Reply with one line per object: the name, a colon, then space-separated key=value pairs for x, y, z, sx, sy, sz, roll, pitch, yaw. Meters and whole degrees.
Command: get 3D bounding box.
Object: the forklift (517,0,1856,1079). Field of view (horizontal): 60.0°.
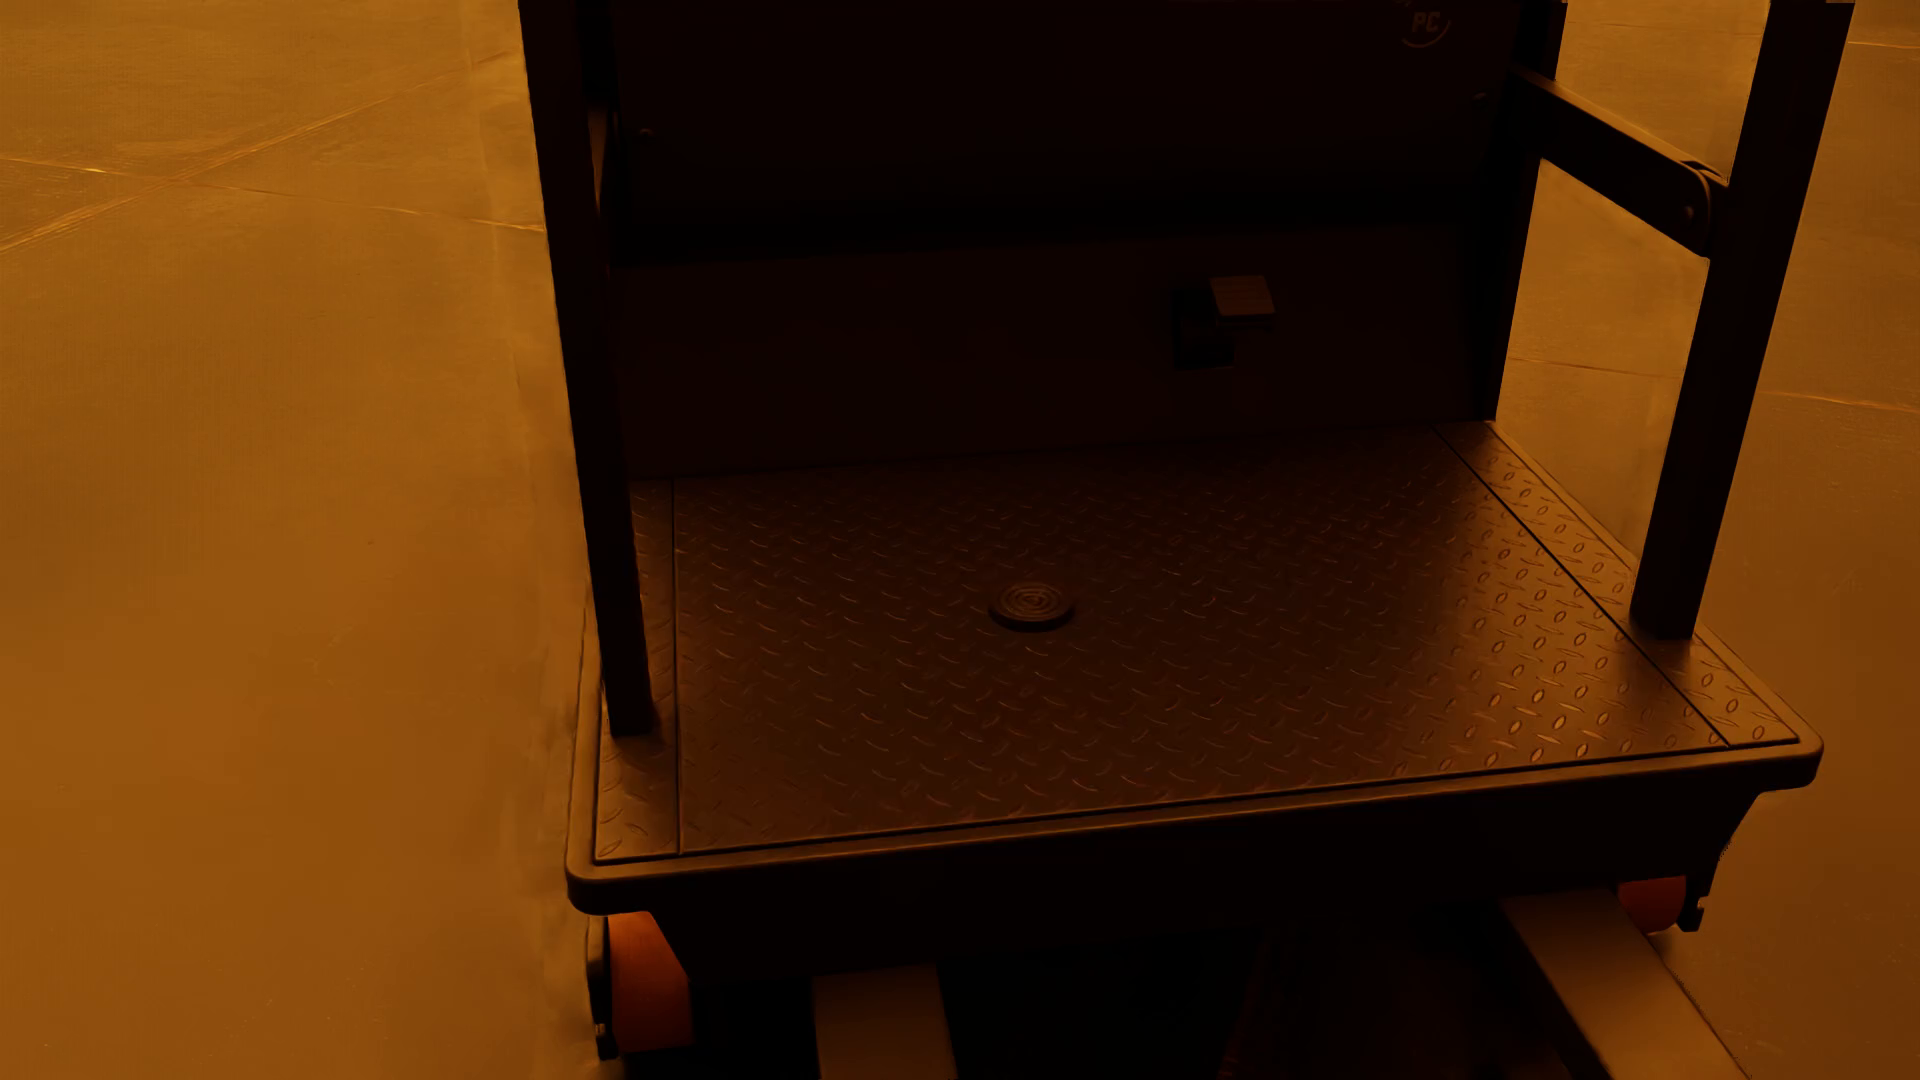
forklift: x=0.152 y=-0.969 z=1.237 sx=1.130 sy=2.935 sz=3.031 roll=-4 pitch=30 yaw=-8
